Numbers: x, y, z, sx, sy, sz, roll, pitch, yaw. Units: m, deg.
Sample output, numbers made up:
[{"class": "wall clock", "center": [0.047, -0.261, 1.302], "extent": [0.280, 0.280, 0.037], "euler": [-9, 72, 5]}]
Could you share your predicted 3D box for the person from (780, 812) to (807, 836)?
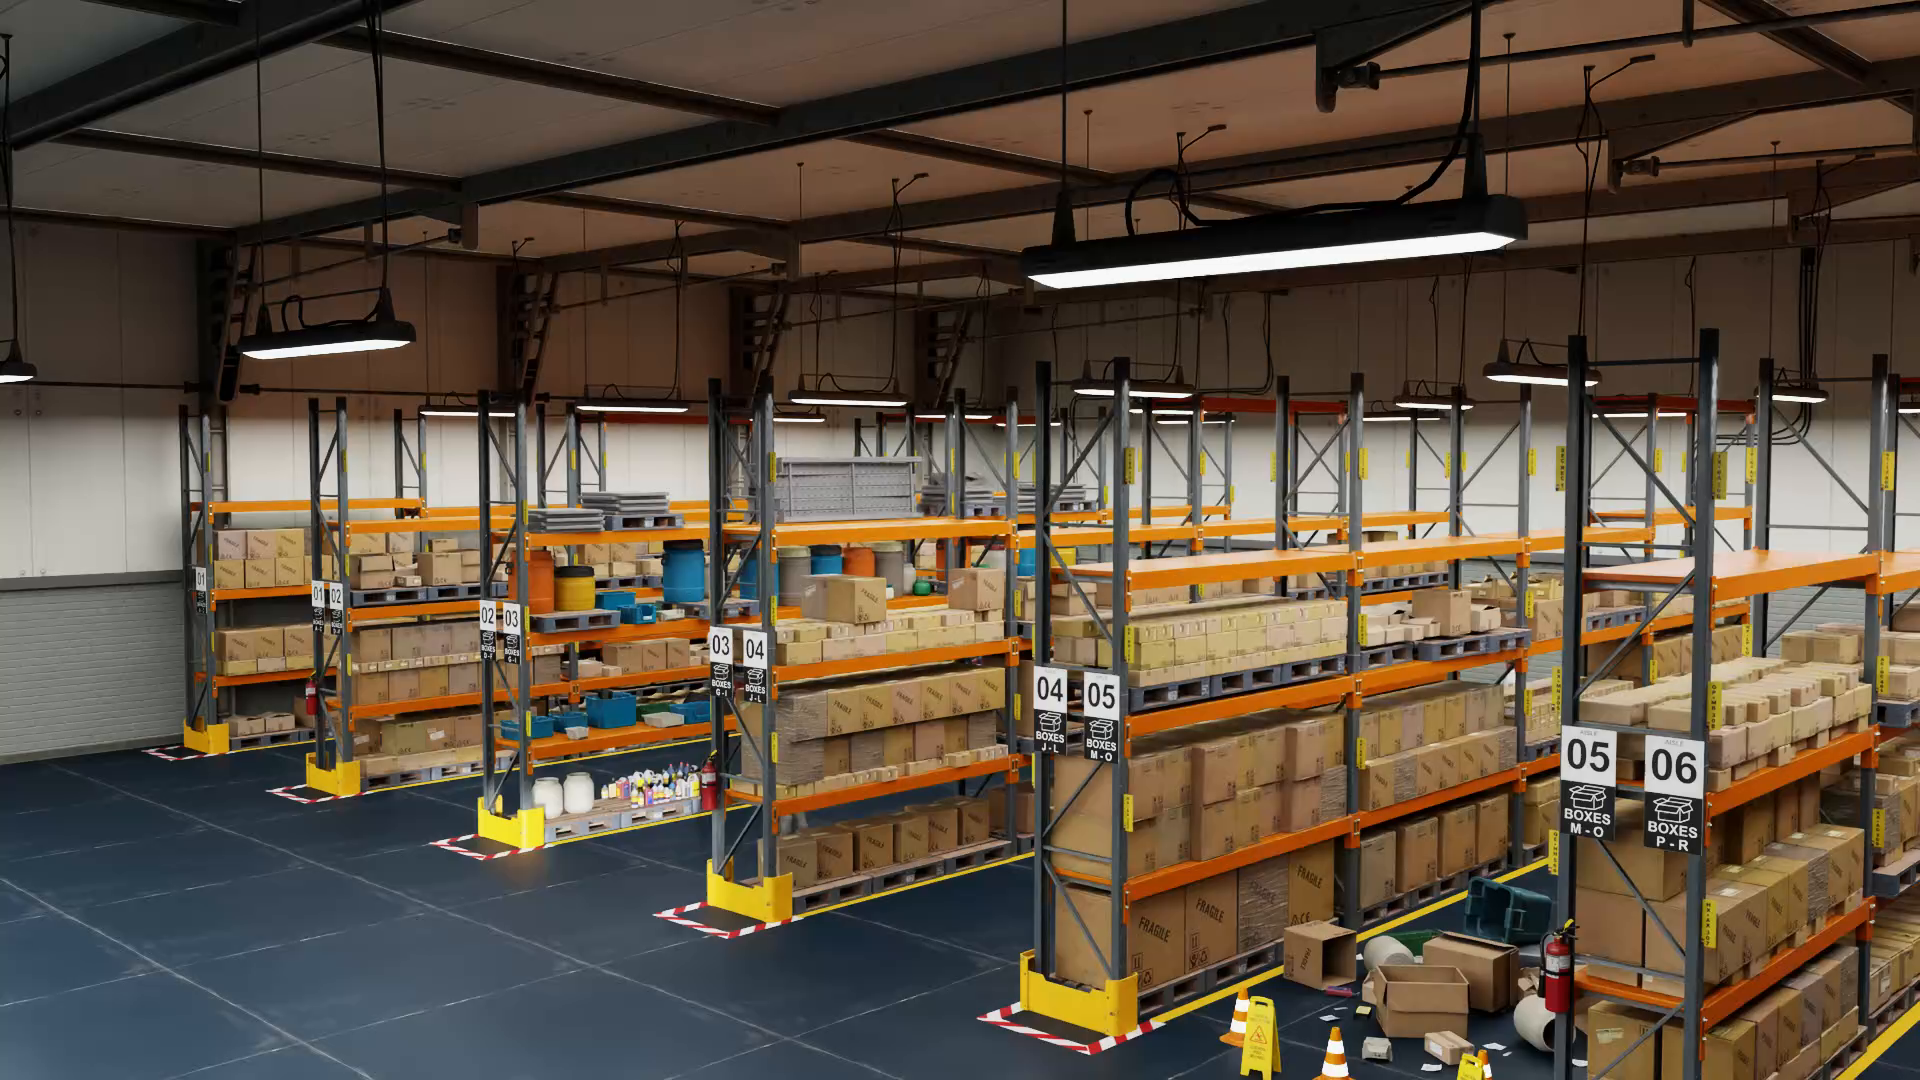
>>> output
[{"class": "person", "center": [-2.225, 3.150, 21.737], "extent": [0.484, 1.803, 0.607], "euler": [2, 4, 31]}]

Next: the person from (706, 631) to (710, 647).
[{"class": "person", "center": [-5.116, 2.476, 35.126], "extent": [0.563, 1.696, 0.346], "euler": [-2, 4, -34]}]

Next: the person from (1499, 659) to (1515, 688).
[{"class": "person", "center": [9.224, 2.819, 27.952], "extent": [0.426, 1.810, 0.524], "euler": [0, 3, 7]}]
